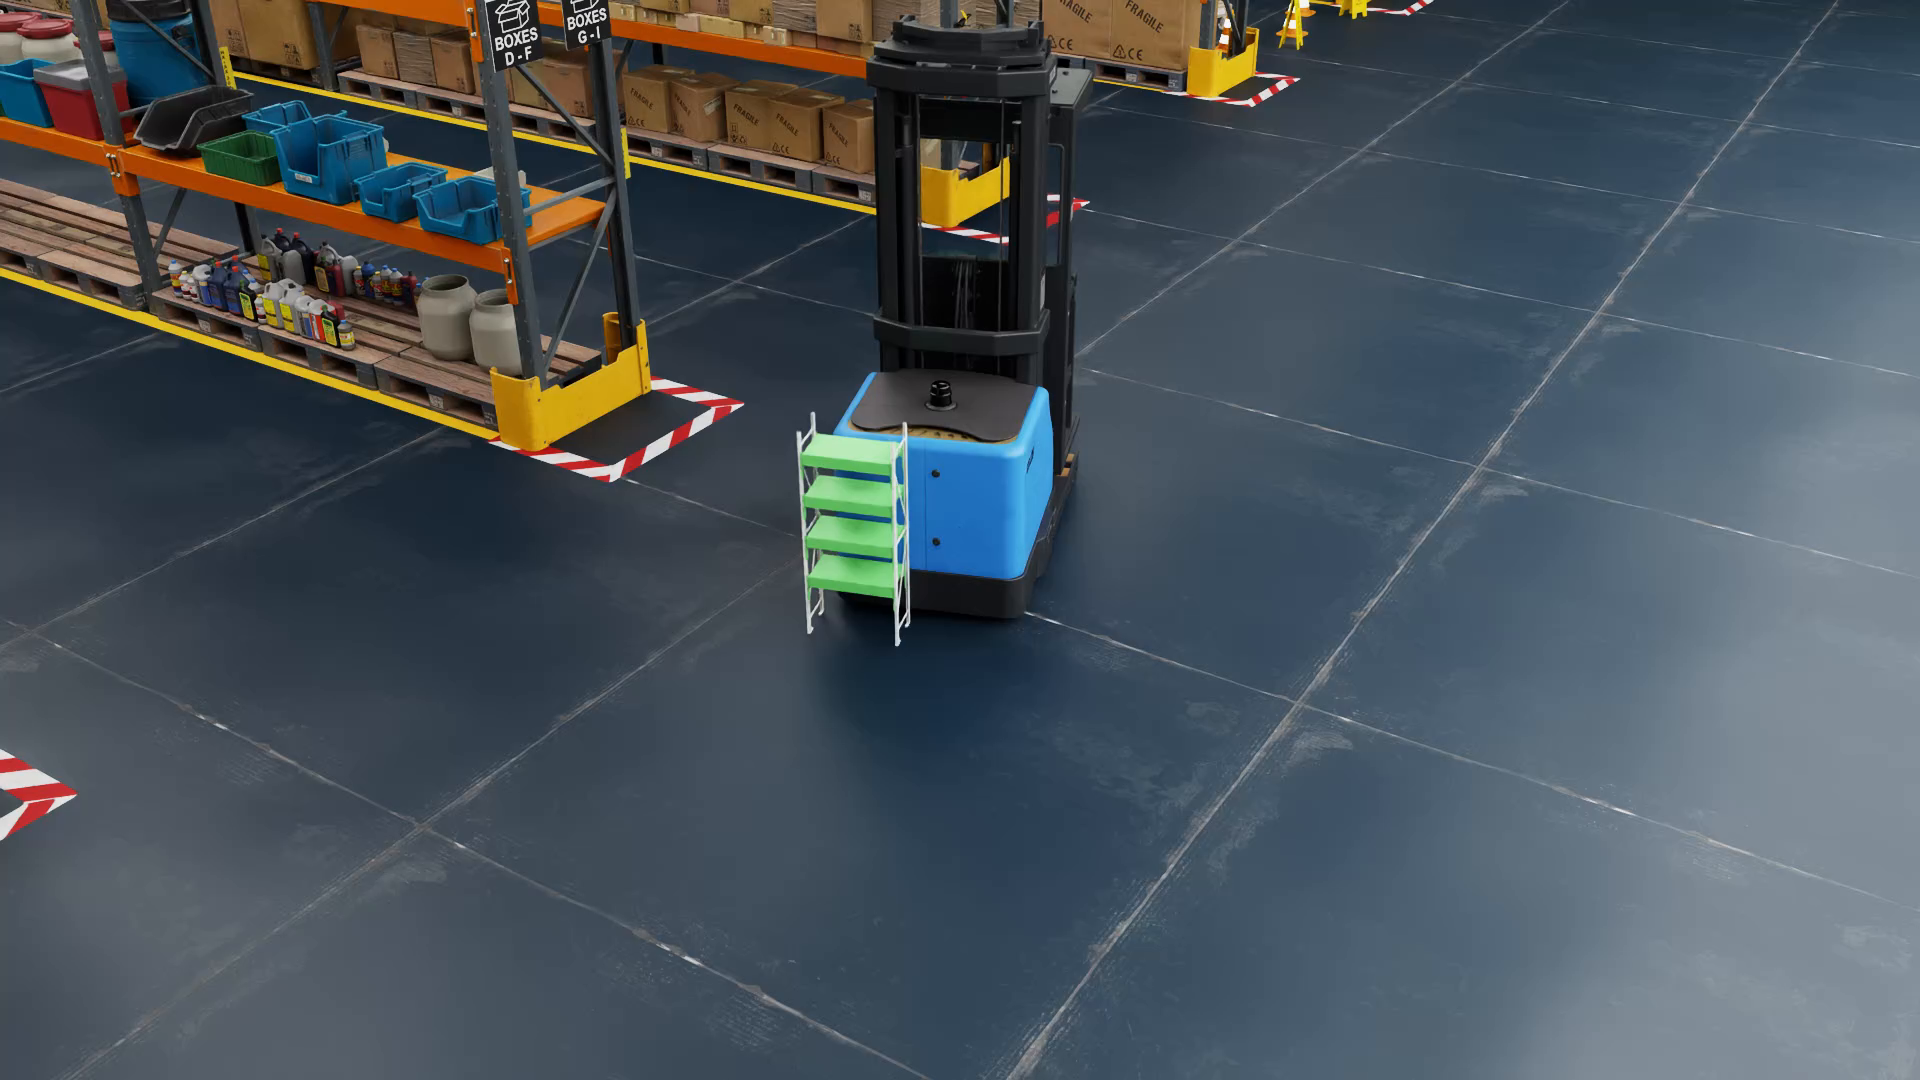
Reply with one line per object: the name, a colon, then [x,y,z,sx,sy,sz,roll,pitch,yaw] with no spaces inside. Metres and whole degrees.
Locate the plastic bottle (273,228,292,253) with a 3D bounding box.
plastic bottle: [-5.173,-2.215,12.763,0.185,0.351,0.144,17,34,26]

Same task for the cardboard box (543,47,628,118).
cardboard box: [-3.747,-4.617,16.731,0.500,0.500,0.700,15,33,24]

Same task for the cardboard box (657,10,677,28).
cardboard box: [-2.568,-4.848,15.332,0.250,0.149,0.380,18,35,27]

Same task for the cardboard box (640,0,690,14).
cardboard box: [-2.485,-5.209,15.307,0.500,0.500,0.875,18,35,27]

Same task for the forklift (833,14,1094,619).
forklift: [0.128,-1.574,9.540,1.130,2.935,3.031,6,31,10]

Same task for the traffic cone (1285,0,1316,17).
traffic cone: [4.368,-6.960,21.221,0.334,0.463,0.336,18,35,27]

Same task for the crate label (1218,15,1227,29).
crate label: [3.367,-6.438,20.650,0.298,0.136,0.250,1,30,2]

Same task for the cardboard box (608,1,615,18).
cardboard box: [-3.216,-5.038,15.659,0.250,0.149,0.380,18,35,27]

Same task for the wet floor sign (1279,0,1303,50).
wet floor sign: [3.949,-6.172,19.688,0.232,0.644,0.267,12,32,19]

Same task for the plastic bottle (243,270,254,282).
plastic bottle: [-5.221,-1.850,12.215,0.097,0.271,0.097,0,30,0]

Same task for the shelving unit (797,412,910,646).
shelving unit: [-0.542,-0.046,8.637,0.503,1.200,0.258,7,31,12]

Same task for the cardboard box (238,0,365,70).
cardboard box: [-7.200,-5.862,18.513,0.875,0.875,1.225,16,34,25]

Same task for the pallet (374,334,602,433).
pallet: [-3.258,-1.163,11.534,1.213,0.211,1.003,18,35,27]

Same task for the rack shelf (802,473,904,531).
rack shelf: [-0.542,-0.198,8.549,0.480,0.148,0.258,7,31,12]

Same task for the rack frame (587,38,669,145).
rack frame: [-3.238,-5.333,15.914,0.127,3.000,1.000,18,35,27]

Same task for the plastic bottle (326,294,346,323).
plastic bottle: [-4.415,-1.594,11.764,0.133,0.283,0.061,18,35,27]

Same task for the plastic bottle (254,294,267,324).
plastic bottle: [-5.021,-1.671,11.977,0.097,0.201,0.097,0,30,0]

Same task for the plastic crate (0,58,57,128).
plastic crate: [-6.971,-3.375,12.574,0.575,0.384,0.392,18,35,27]

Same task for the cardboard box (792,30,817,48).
cardboard box: [-1.269,-4.469,14.683,0.250,0.149,0.380,18,35,27]

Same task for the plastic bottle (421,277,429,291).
plastic bottle: [-3.853,-1.778,12.091,0.097,0.271,0.097,0,30,0]

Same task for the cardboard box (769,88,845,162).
cardboard box: [-1.415,-3.859,15.451,0.500,0.500,0.500,21,36,32]

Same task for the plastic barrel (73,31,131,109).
plastic barrel: [-6.565,-3.628,12.856,0.433,0.535,0.433,0,30,0]

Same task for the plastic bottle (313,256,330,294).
plastic bottle: [-4.769,-1.998,12.456,0.133,0.283,0.061,18,35,27]

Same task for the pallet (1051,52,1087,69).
pallet: [1.124,-5.655,19.233,1.213,0.211,1.003,18,35,27]

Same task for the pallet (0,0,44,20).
pallet: [-11.654,-6.835,21.257,1.213,0.211,1.003,18,35,27]

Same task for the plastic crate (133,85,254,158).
plastic crate: [-5.496,-2.998,11.973,0.504,0.338,0.767,18,35,27]

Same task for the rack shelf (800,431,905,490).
rack shelf: [-0.542,-0.405,8.428,0.480,0.148,0.258,7,31,12]

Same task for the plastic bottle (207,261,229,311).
plastic bottle: [-5.408,-1.871,12.173,0.185,0.351,0.144,19,35,29]

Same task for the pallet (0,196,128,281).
pallet: [-7.595,-2.535,13.885,1.213,0.211,1.003,18,35,27]

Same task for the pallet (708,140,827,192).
pallet: [-1.613,-3.637,15.775,1.213,0.211,1.003,18,35,27]

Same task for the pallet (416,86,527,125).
pallet: [-4.936,-4.663,17.533,1.213,0.211,1.003,18,35,27]

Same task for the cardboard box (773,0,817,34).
cardboard box: [-1.189,-4.827,14.653,0.500,0.500,0.875,18,35,27]

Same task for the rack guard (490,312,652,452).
rack guard: [-2.573,-1.068,11.084,0.348,0.500,1.175,18,35,27]

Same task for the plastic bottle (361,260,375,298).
plastic bottle: [-4.400,-1.951,12.388,0.097,0.271,0.097,0,30,0]

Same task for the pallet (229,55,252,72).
pallet: [-8.283,-5.771,19.432,1.213,0.211,1.003,18,35,27]

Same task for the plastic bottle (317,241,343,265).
plastic bottle: [-4.737,-2.077,12.526,0.185,0.351,0.144,17,34,27]

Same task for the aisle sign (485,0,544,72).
aisle sign: [-2.580,-3.124,9.549,0.004,0.787,0.394,18,35,27]

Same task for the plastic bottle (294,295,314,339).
plastic bottle: [-4.589,-1.582,11.752,0.135,0.276,0.152,17,34,26]

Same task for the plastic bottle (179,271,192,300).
plastic bottle: [-5.749,-1.901,12.371,0.097,0.201,0.097,0,30,0]

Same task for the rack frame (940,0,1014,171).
rack frame: [0.150,-4.261,14.078,0.127,3.000,1.000,18,35,27]

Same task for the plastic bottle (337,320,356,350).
plastic bottle: [-4.272,-1.434,11.571,0.097,0.201,0.097,0,30,0]

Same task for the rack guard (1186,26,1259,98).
rack guard: [2.892,-5.265,18.279,0.348,0.500,1.175,18,35,27]

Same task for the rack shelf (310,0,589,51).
rack shelf: [-4.932,-5.558,17.014,4.000,0.370,1.077,18,35,27]

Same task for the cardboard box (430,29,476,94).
cardboard box: [-5.088,-5.052,17.476,0.500,0.500,0.700,21,36,31]

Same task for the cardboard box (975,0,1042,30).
cardboard box: [0.745,-6.248,19.175,0.875,0.875,0.875,18,35,28]

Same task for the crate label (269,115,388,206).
crate label: [-4.186,-2.540,11.092,0.616,0.435,0.502,18,35,27]

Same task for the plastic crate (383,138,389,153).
plastic crate: [-4.361,-2.778,11.797,0.437,0.136,0.530,18,35,27]

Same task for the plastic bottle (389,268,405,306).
plastic bottle: [-4.144,-1.869,12.249,0.097,0.271,0.097,0,30,0]

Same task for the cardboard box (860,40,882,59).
cardboard box: [-0.652,-4.253,14.313,0.250,0.149,0.380,18,35,27]

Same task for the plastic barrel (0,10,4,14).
plastic barrel: [-7.918,-4.042,13.590,0.421,0.512,0.421,0,30,0]

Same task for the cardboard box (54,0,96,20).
cardboard box: [-10.531,-6.951,20.379,0.875,0.875,0.875,18,35,27]

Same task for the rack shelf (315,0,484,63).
rack shelf: [-4.177,-3.668,10.798,4.000,0.370,1.077,18,35,27]

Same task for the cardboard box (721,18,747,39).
cardboard box: [-1.939,-4.642,14.980,0.250,0.149,0.380,18,35,27]

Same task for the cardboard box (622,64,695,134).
cardboard box: [-2.921,-4.310,16.225,0.500,0.500,0.500,16,34,26]
